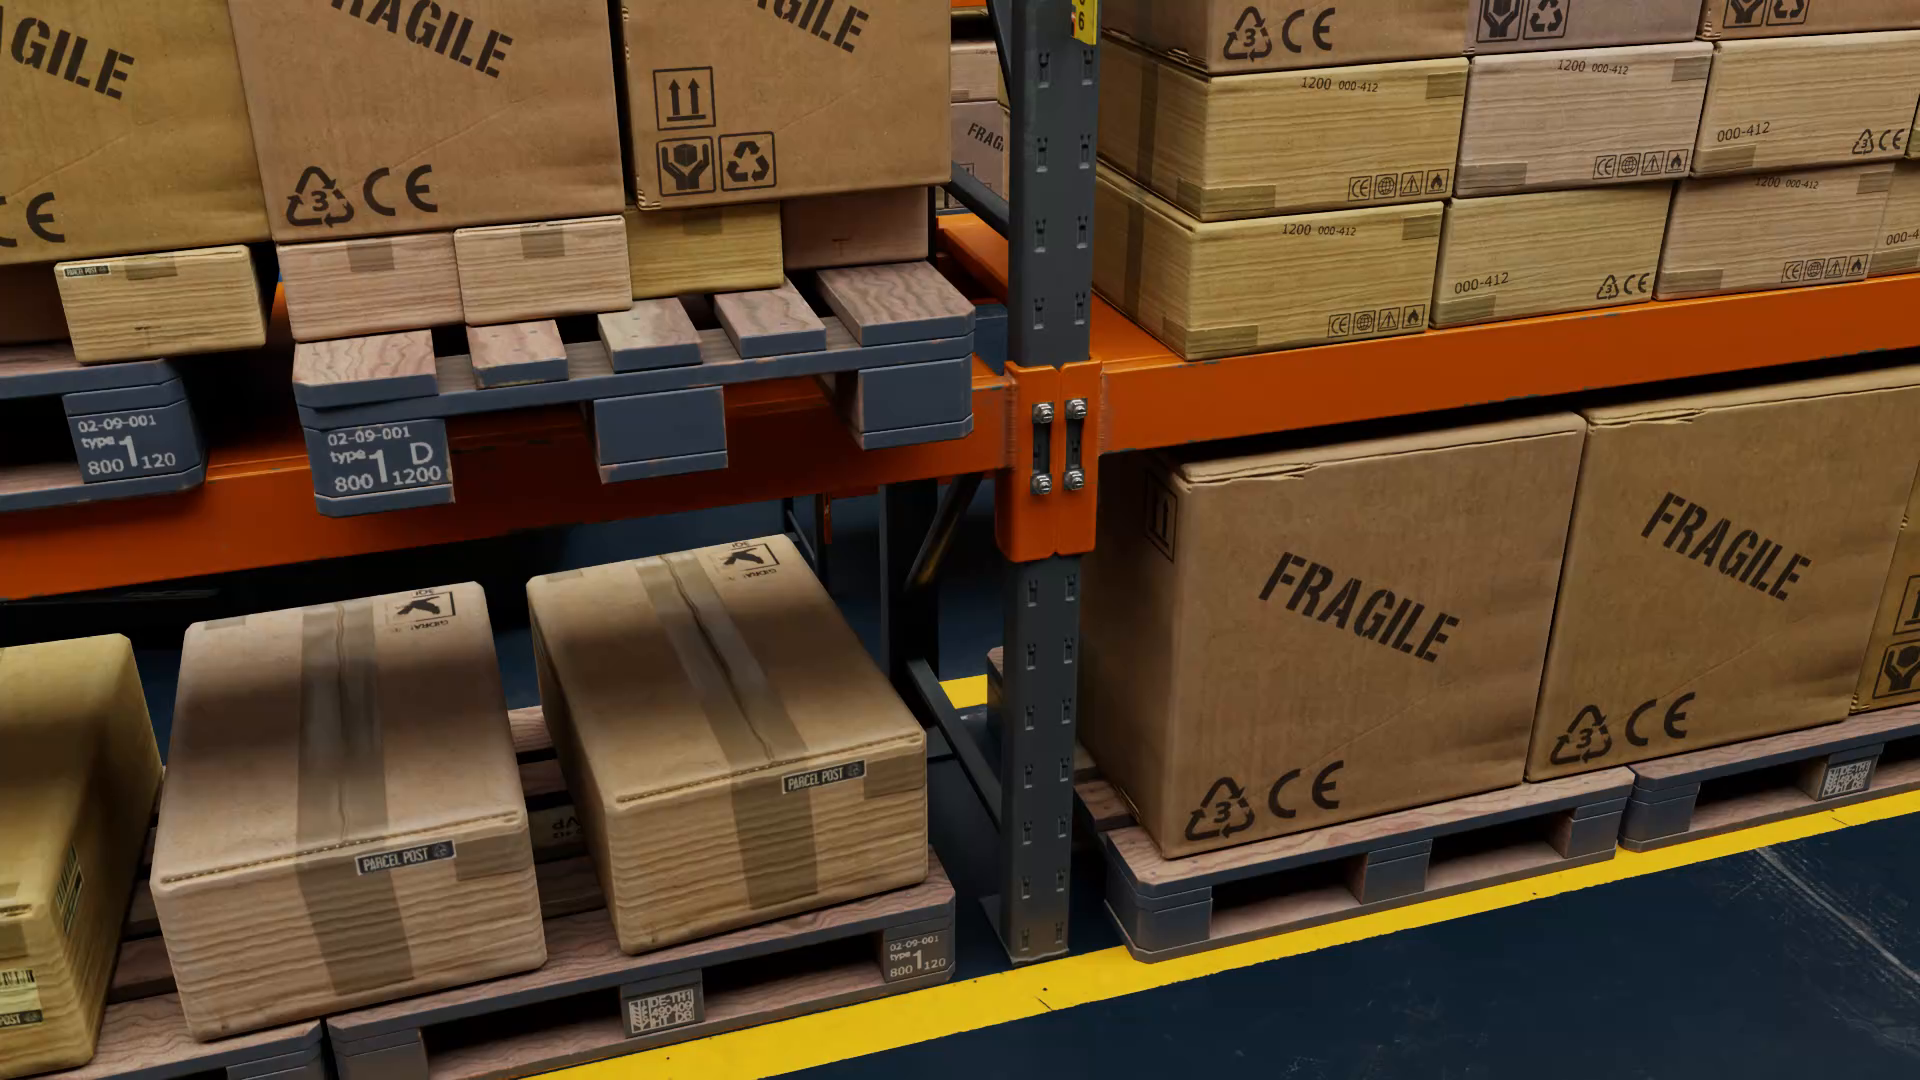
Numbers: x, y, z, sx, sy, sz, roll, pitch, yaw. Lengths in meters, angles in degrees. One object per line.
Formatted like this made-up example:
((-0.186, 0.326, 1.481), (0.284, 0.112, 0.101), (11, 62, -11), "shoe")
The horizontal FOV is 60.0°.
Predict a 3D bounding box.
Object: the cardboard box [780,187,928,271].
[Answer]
((-0.224, -0.604, 2.903), (0.250, 0.149, 0.380), (-7, 27, -14), "cardboard box")

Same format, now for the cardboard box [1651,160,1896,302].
((1.541, -0.715, 3.485), (0.500, 0.250, 0.500), (-7, 27, -14), "cardboard box")

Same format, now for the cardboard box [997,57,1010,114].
((0.397, -1.004, 3.505), (0.500, 0.250, 0.500), (-8, 28, -16), "cardboard box")

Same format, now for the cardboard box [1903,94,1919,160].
((2.029, -0.993, 3.484), (0.500, 0.250, 0.500), (-8, 27, -15), "cardboard box")

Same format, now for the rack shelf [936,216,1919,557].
((1.916, -0.626, 3.947), (4.000, 0.370, 1.077), (-8, 28, -16), "rack shelf")

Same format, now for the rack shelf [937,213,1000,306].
((0.006, -0.767, 4.872), (1.000, 0.278, 0.538), (-8, 28, -16), "rack shelf")

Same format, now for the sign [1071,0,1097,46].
((0.192, -0.928, 2.533), (0.005, 0.325, 0.100), (-8, 28, -16), "sign")

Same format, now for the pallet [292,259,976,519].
((-0.630, -0.444, 2.986), (1.003, 0.211, 1.213), (-8, 28, -16), "pallet")

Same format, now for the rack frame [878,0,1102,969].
((0.015, -0.673, 3.232), (0.127, 3.000, 1.000), (-8, 28, -16), "rack frame")

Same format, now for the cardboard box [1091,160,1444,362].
((0.558, -0.567, 3.187), (0.500, 0.250, 0.500), (-9, 28, -17), "cardboard box")

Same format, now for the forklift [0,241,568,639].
((-2.728, -1.238, 4.448), (3.031, 2.935, 1.130), (-2, 26, -4), "forklift")

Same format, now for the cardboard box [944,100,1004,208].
((0.101, -1.953, 8.150), (0.500, 0.500, 0.500), (-9, 28, -17), "cardboard box")

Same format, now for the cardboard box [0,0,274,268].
((-1.299, -0.713, 2.394), (0.500, 0.500, 0.500), (-10, 28, -20), "cardboard box")

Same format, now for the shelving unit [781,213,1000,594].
((0.006, -0.505, 5.002), (1.048, 1.125, 0.538), (-8, 28, -16), "shelving unit")

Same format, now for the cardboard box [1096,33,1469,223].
((0.573, -0.795, 3.085), (0.500, 0.250, 0.500), (-8, 28, -16), "cardboard box")

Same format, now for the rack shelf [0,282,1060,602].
((-1.887, -0.075, 2.837), (4.000, 0.370, 1.077), (-8, 28, -16), "rack shelf")

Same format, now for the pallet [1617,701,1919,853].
((1.946, 0.333, 4.342), (1.213, 0.211, 1.003), (-8, 28, -16), "pallet")

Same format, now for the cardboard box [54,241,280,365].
((-1.182, -0.408, 2.508), (0.250, 0.149, 0.380), (-8, 27, -15), "cardboard box")

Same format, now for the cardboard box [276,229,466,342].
((-0.924, -0.451, 2.596), (0.250, 0.149, 0.380), (-10, 28, -19), "cardboard box")

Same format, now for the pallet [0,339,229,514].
((-1.855, -0.297, 2.691), (1.213, 0.211, 1.003), (-8, 28, -16), "pallet")

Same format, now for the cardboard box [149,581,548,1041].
((-1.225, 0.495, 3.363), (0.625, 0.372, 0.950), (-9, 28, -17), "cardboard box")

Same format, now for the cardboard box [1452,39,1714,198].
((1.065, -0.866, 3.227), (0.500, 0.250, 0.500), (-8, 27, -15), "cardboard box")

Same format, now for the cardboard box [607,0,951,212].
((-0.331, -0.859, 2.688), (0.500, 0.500, 0.500), (-9, 28, -18), "cardboard box")

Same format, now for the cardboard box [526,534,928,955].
((-0.526, 0.390, 3.575), (0.625, 0.372, 0.950), (-10, 28, -20), "cardboard box")

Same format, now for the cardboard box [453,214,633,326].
((-0.682, -0.483, 2.659), (0.250, 0.149, 0.380), (-8, 28, -17), "cardboard box")

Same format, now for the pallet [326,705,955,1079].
((-0.729, 0.683, 3.637), (1.213, 0.211, 1.003), (-8, 28, -16), "pallet")

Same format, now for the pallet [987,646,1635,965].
((0.788, 0.499, 4.007), (1.213, 0.211, 1.003), (-8, 28, -16), "pallet")

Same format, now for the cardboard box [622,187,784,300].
((-0.457, -0.536, 2.767), (0.250, 0.149, 0.380), (-8, 27, -15), "cardboard box")

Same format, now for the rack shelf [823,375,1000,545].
((0.006, -0.286, 5.110), (1.000, 0.278, 0.538), (-8, 28, -16), "rack shelf")

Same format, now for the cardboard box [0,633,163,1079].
((-1.948, 0.597, 3.158), (0.625, 0.372, 0.950), (-7, 27, -14), "cardboard box")

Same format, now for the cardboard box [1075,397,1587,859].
((0.697, 0.031, 3.732), (0.875, 0.875, 0.875), (-8, 28, -17), "cardboard box")

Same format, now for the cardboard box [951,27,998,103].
((0.073, -2.281, 7.968), (0.500, 0.250, 0.500), (-8, 28, -16), "cardboard box")

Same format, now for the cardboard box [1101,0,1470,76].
((0.559, -1.130, 2.916), (0.500, 0.500, 0.500), (-9, 28, -18), "cardboard box")

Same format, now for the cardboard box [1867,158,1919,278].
((2.009, -0.784, 3.625), (0.500, 0.250, 0.500), (-8, 28, -16), "cardboard box")

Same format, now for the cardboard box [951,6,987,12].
((0.147, -4.554, 12.966), (0.875, 0.875, 1.225), (-8, 28, -16), "cardboard box")

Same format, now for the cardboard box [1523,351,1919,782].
((1.547, -0.090, 3.976), (0.875, 0.875, 0.875), (-8, 27, -15), "cardboard box")

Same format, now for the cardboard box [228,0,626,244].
((-0.820, -0.783, 2.535), (0.500, 0.500, 0.500), (-9, 28, -17), "cardboard box")

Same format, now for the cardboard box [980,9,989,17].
((0.413, -2.574, 8.558), (0.500, 0.250, 0.500), (-7, 27, -14), "cardboard box")

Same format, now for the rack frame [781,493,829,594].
((-0.477, -0.435, 4.861), (0.032, 1.125, 0.500), (-8, 28, -16), "rack frame")

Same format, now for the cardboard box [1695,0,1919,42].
((1.525, -1.267, 3.192), (0.500, 0.500, 0.500), (-7, 27, -15), "cardboard box")

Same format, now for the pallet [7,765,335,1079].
((-1.887, 0.849, 3.302), (1.213, 0.211, 1.003), (-8, 28, -16), "pallet")

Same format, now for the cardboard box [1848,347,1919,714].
((2.397, -0.213, 4.224), (0.875, 0.875, 0.875), (-7, 27, -15), "cardboard box")

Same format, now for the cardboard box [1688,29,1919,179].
((1.542, -0.929, 3.355), (0.500, 0.250, 0.500), (-8, 28, -16), "cardboard box")

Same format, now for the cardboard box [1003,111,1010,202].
((0.415, -0.785, 3.627), (0.500, 0.250, 0.500), (-9, 28, -18), "cardboard box")

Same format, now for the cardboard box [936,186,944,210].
((-0.386, -1.881, 8.004), (0.500, 0.500, 0.500), (-8, 27, -15), "cardboard box")

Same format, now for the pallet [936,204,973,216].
((0.287, -1.776, 8.591), (1.213, 0.211, 1.003), (-8, 28, -16), "pallet")

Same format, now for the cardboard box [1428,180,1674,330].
((1.041, -0.645, 3.344), (0.500, 0.250, 0.500), (-9, 28, -18), "cardboard box")

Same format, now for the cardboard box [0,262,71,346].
((-1.460, -0.426, 2.546), (0.250, 0.149, 0.380), (-8, 28, -16), "cardboard box")

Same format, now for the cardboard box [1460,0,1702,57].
((1.028, -1.202, 3.062), (0.500, 0.500, 0.500), (-8, 28, -16), "cardboard box")

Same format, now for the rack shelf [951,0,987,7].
((0.287, -2.705, 8.135), (4.000, 0.370, 1.077), (-8, 28, -16), "rack shelf")

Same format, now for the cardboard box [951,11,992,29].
((-0.080, -2.499, 8.406), (0.500, 0.250, 0.500), (-8, 27, -15), "cardboard box")
